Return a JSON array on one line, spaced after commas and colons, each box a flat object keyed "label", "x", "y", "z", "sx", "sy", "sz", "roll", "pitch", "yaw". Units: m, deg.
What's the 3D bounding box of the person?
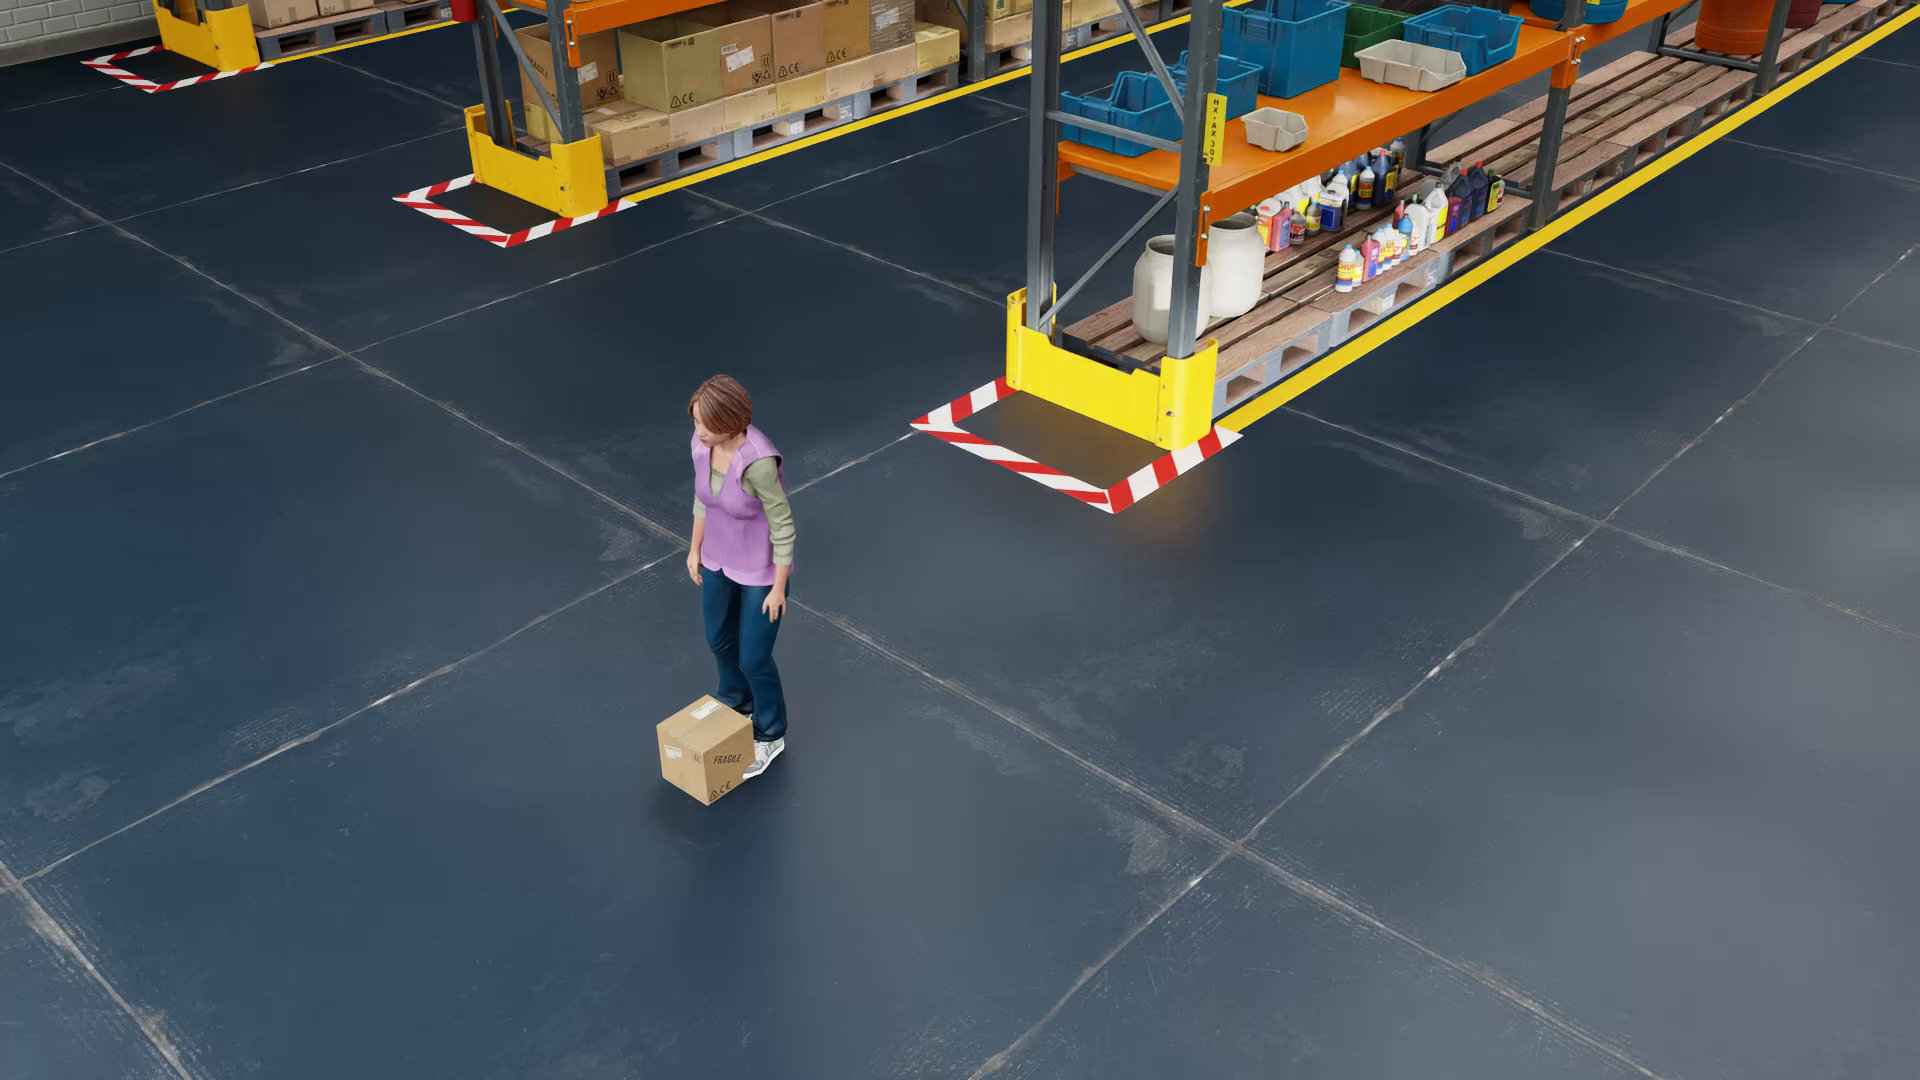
[{"label": "person", "x": -0.791, "y": 0.122, "z": 5.957, "sx": 0.484, "sy": 1.583, "sz": 0.370, "roll": 23, "pitch": 39, "yaw": 33}]
